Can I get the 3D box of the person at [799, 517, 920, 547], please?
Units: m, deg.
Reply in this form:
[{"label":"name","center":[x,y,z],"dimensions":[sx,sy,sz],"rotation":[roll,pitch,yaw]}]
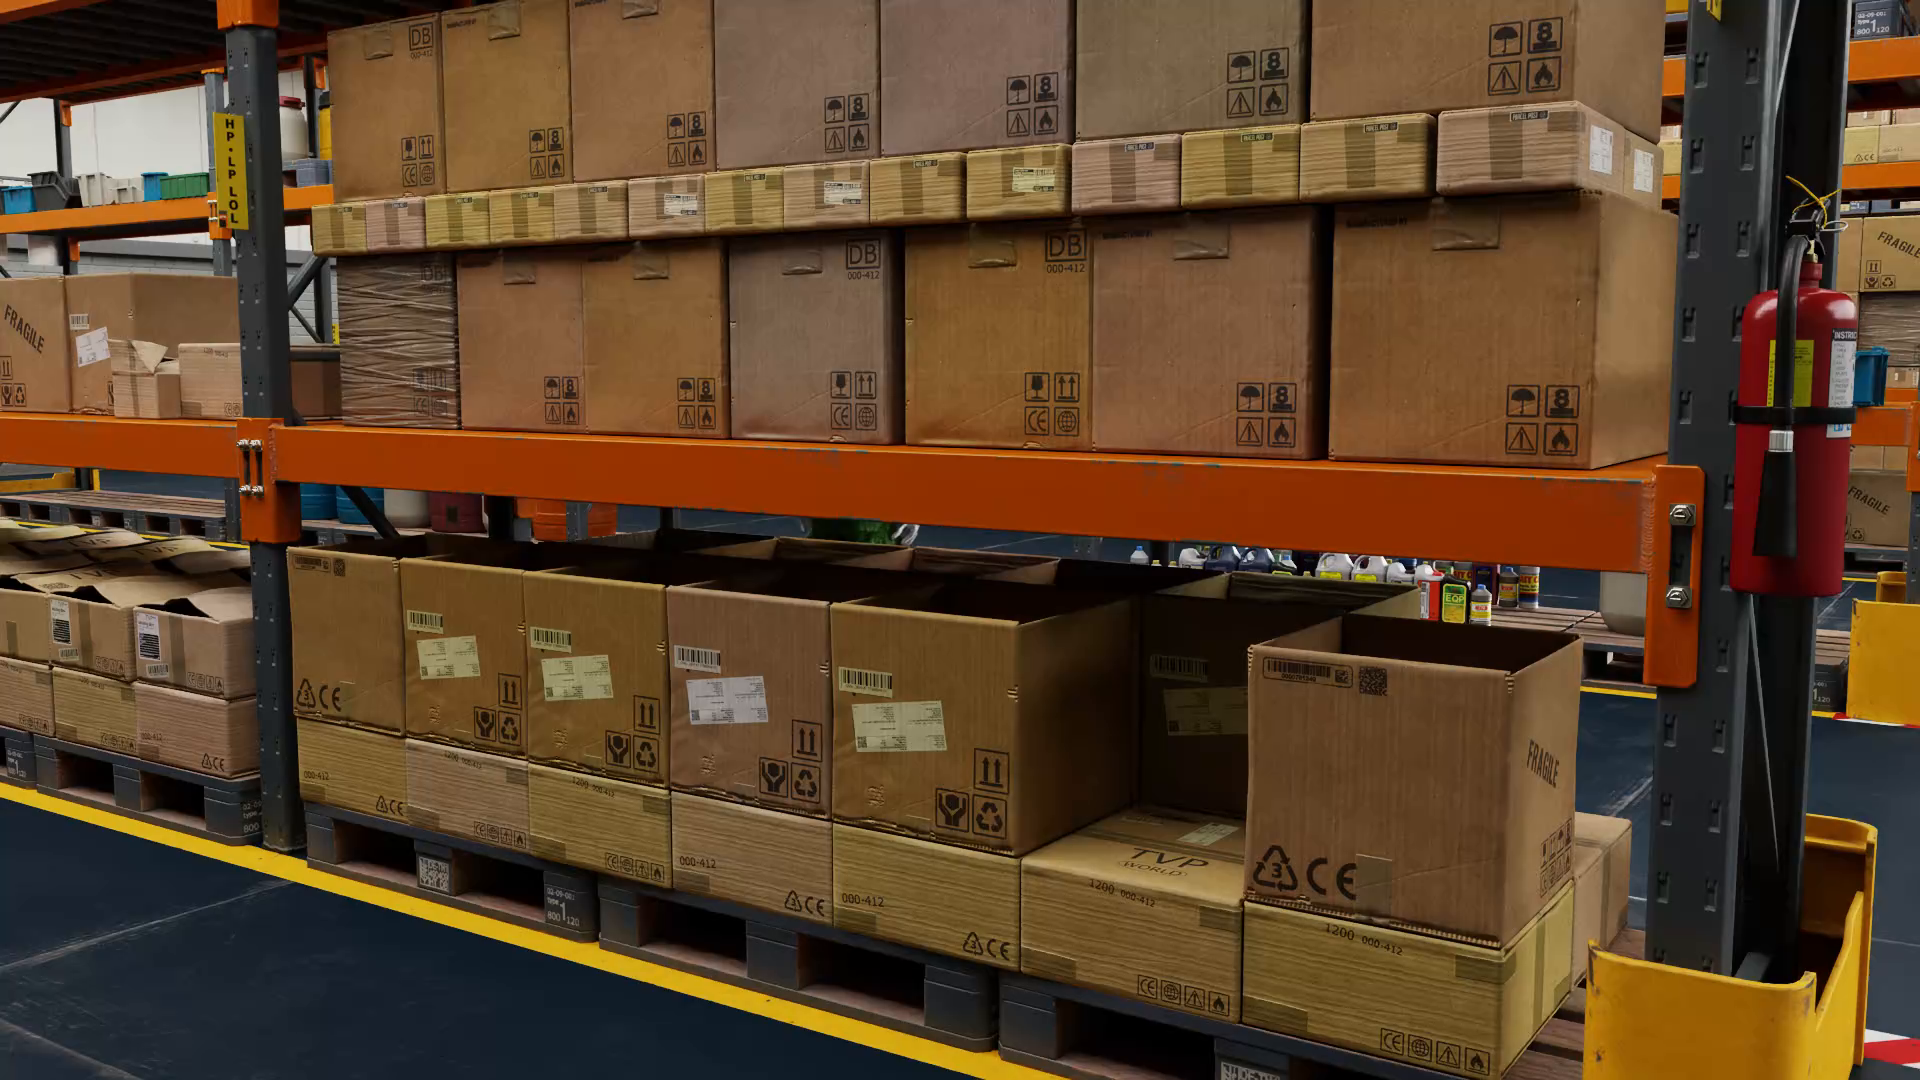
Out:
[{"label":"person","center":[-0.436,-0.134,6.882],"dimensions":[0.610,1.780,0.448],"rotation":[4,7,34]}]
